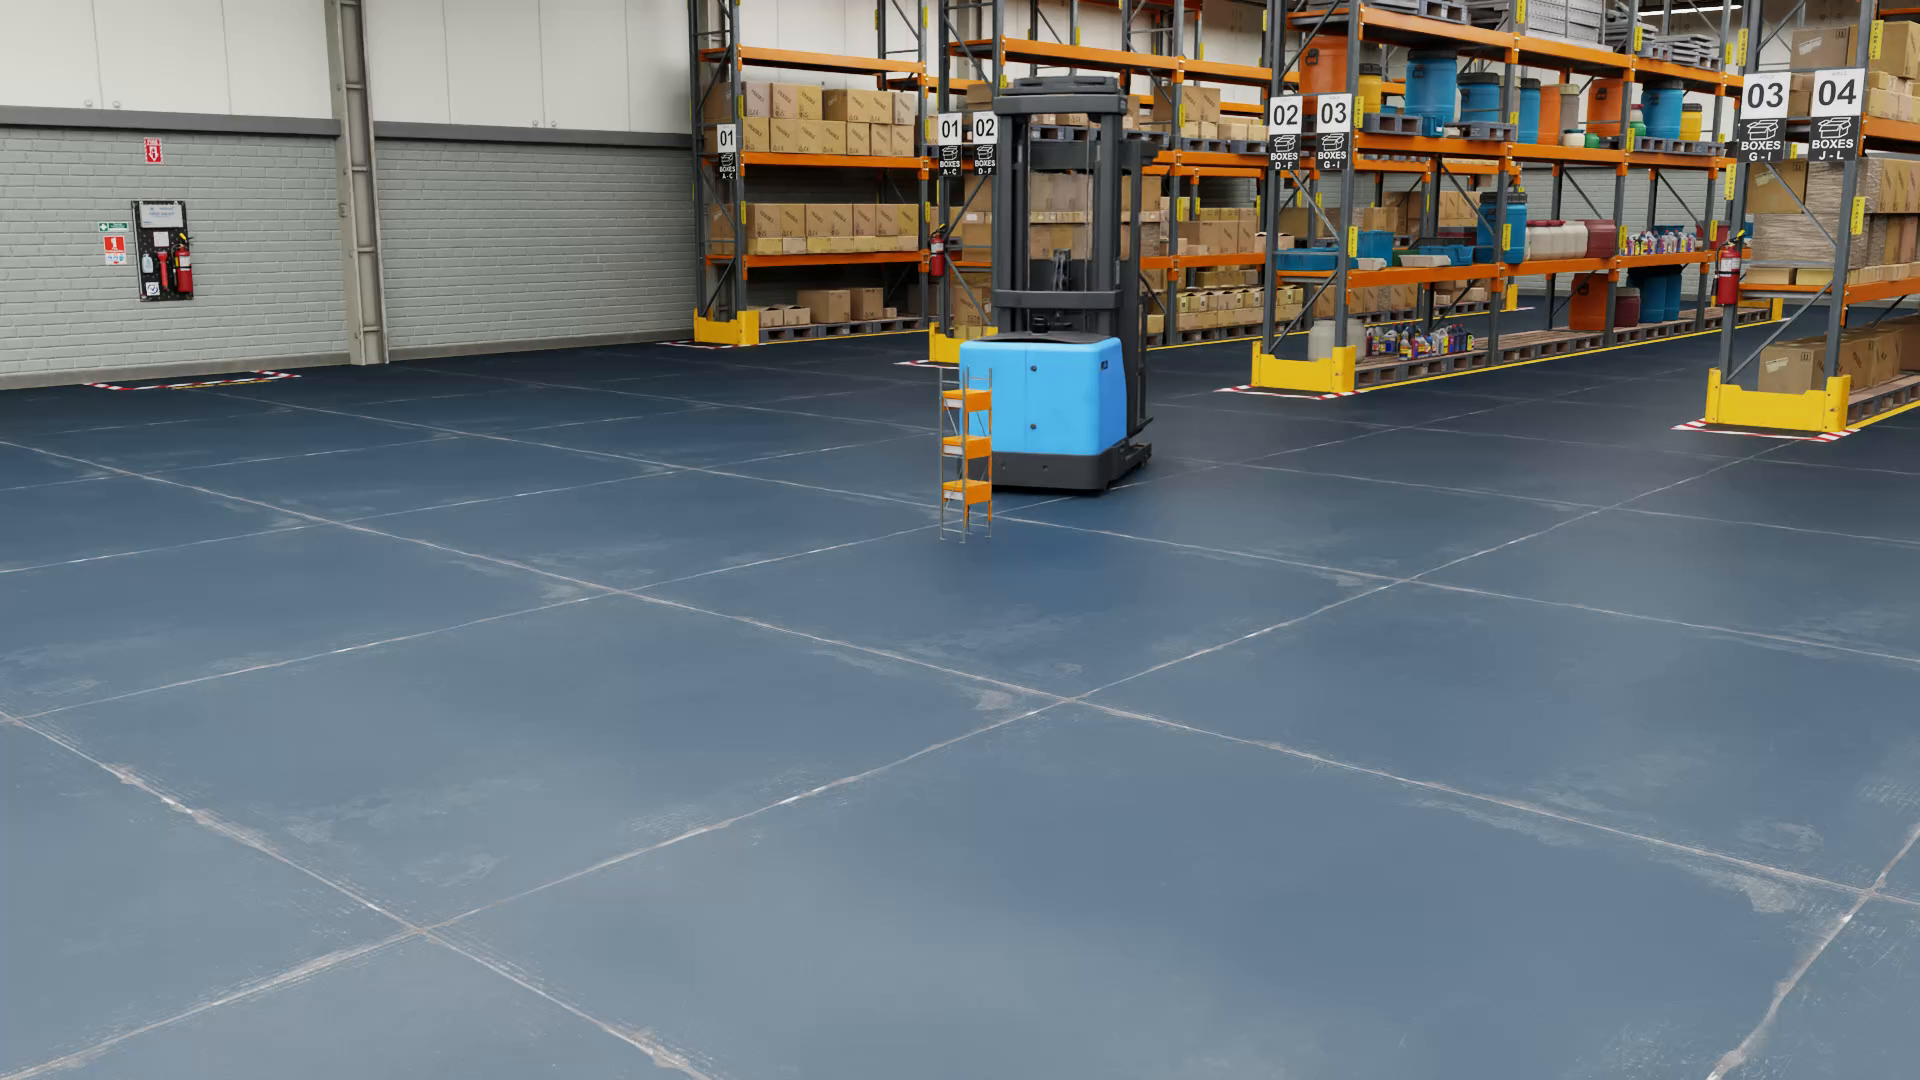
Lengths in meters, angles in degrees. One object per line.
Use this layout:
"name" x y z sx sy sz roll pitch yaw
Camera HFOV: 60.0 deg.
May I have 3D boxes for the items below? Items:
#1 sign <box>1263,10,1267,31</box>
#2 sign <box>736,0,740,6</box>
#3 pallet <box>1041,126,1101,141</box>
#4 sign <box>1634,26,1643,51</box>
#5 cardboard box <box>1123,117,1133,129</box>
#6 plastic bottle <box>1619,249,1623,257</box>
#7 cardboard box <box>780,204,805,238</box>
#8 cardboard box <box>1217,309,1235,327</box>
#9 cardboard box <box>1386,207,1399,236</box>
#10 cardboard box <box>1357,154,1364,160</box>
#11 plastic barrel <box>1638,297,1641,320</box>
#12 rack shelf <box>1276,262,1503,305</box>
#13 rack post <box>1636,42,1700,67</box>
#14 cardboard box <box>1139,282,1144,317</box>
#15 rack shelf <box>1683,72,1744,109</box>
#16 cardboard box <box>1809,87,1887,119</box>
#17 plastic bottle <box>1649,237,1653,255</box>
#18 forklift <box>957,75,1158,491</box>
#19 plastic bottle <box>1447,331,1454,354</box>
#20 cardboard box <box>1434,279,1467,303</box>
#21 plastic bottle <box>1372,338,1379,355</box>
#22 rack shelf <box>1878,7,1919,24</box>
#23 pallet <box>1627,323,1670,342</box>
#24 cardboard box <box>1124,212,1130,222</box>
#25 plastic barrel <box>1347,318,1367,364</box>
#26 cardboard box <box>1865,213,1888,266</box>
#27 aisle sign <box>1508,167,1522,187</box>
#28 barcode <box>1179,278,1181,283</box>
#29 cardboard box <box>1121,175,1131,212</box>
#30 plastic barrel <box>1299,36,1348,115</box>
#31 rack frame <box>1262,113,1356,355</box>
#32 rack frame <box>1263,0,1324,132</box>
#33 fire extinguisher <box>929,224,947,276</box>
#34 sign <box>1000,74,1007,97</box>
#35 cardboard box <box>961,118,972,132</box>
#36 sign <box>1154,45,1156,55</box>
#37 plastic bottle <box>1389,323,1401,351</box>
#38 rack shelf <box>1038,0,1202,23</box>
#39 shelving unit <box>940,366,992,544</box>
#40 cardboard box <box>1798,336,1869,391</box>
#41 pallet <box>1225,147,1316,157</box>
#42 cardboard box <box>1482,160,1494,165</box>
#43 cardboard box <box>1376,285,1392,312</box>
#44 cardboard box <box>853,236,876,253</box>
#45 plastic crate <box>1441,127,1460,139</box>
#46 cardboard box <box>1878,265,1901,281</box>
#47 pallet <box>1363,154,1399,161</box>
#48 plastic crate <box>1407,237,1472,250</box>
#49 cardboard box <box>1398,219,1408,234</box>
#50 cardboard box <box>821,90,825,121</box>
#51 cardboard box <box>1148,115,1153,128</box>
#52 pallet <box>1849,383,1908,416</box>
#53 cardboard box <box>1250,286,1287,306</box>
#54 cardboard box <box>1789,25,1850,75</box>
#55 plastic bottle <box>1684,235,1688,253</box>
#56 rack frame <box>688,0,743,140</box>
"sign" 5.001 -8.497 27.193 0.100 0.325 0.005 10 15 40
"sign" -3.182 -7.821 23.809 0.100 0.325 0.005 10 15 40
"pallet" 1.425 -5.521 22.765 1.003 0.211 1.213 10 15 40
"sign" 9.551 -7.063 23.420 0.100 0.325 0.005 10 15 40
"cardboard box" 2.183 -5.811 23.200 0.380 0.149 0.250 10 15 40
"plastic bottle" 9.661 -4.310 24.449 0.152 0.276 0.135 10 15 40
"cardboard box" -2.715 -4.860 25.301 0.500 0.500 0.500 10 15 41
"cardboard box" 3.905 -3.438 25.714 0.500 0.250 0.500 9 15 39
"cardboard box" 7.574 -5.793 30.227 0.700 0.500 0.500 4 12 21
"cardboard box" 6.357 -6.730 28.334 0.910 0.500 0.500 10 15 40
"plastic barrel" 10.494 -3.670 26.206 0.421 0.512 0.421 0 11 0
"rack shelf" 5.172 -3.113 19.978 1.077 0.370 4.000 10 15 40
"rack post" 10.533 -7.320 25.161 0.954 0.300 0.937 -10 15 -41
"cardboard box" 2.293 -3.458 23.900 0.500 0.500 0.500 10 15 40
"rack shelf" 13.094 -7.625 28.269 1.077 0.370 4.000 10 15 40
"cardboard box" 8.085 -3.966 15.136 0.500 0.250 0.500 10 15 42
"plastic bottle" 10.521 -4.491 25.367 0.097 0.271 0.097 0 11 0
"forklift" 0.899 -2.028 12.882 1.130 2.935 3.031 3 12 17
"plastic bottle" 6.081 -2.455 20.654 0.133 0.283 0.061 -11 16 -44
"cardboard box" 9.291 -4.847 32.071 0.797 0.503 0.637 10 15 40
"plastic bottle" 5.120 -2.383 20.505 0.097 0.201 0.097 0 11 0
"rack shelf" 11.533 -5.807 19.170 1.077 0.370 4.000 10 15 40
"pallet" 10.428 -3.282 26.102 1.003 0.211 1.213 10 15 40
"cardboard box" 2.247 -4.587 23.608 0.380 0.149 0.250 10 15 40
"plastic barrel" 4.560 -2.338 19.540 0.421 0.512 0.421 0 11 0
"cardboard box" 8.559 -2.961 16.362 0.875 0.500 0.500 10 15 40
"aisle sign" 10.971 -7.412 33.026 0.394 0.787 0.004 10 15 40
"barcode" 3.255 -3.846 24.616 0.001 0.075 0.075 10 15 40
"cardboard box" 2.153 -4.946 23.749 0.700 0.500 0.500 10 15 40
"plastic barrel" 4.077 -5.147 18.497 0.600 0.830 0.708 10 15 40
"rack frame" 3.852 -3.172 18.434 1.000 3.000 0.127 10 15 40
"rack frame" 5.415 -7.932 26.948 1.000 3.000 0.127 10 15 40
"fire extinguisher" -0.293 -3.818 21.864 0.296 0.674 0.183 10 15 40
"sign" 0.547 -5.679 20.892 0.100 0.325 0.005 10 15 40
"cardboard box" 0.286 -7.019 28.708 0.500 0.500 0.500 9 14 38
"sign" 3.931 -9.771 33.369 0.100 0.325 0.005 10 15 40
"plastic bottle" 5.523 -2.584 21.132 0.144 0.351 0.185 9 14 38
"rack shelf" 3.011 -10.143 31.371 1.077 0.370 4.000 10 15 40
"shelving unit" 0.035 -0.523 10.148 0.215 1.050 0.252 10 15 40
"cardboard box" 8.794 -1.783 16.792 0.500 0.500 0.500 -10 15 -42
"pallet" 5.034 -6.257 26.703 1.213 0.211 1.003 11 16 43
"cardboard box" 9.896 -7.307 31.863 0.500 0.250 0.500 10 15 40
"cardboard box" 7.281 -4.313 29.407 0.500 0.500 0.500 10 15 41
"cardboard box" -1.690 -4.721 26.519 0.500 0.250 0.500 10 15 40
"plastic crate" 5.737 -4.814 19.668 0.243 0.136 0.396 10 15 40
"cardboard box" 9.003 -2.628 16.350 0.380 0.149 0.250 10 15 40
"pallet" 6.890 -6.717 29.006 1.213 0.211 1.003 10 15 40
"plastic crate" 6.051 -3.669 21.083 0.767 0.338 0.504 10 15 40
"cardboard box" 8.192 -5.734 31.007 0.500 0.500 0.500 10 15 41
"cardboard box" -2.470 -6.795 26.054 0.500 0.500 0.500 10 15 40
"cardboard box" 3.652 -8.209 32.703 0.500 0.250 0.500 -11 16 -43
"pallet" 8.991 -1.469 17.027 1.003 0.211 1.213 10 15 40
"cardboard box" 4.916 -3.936 26.777 0.500 0.311 0.500 9 15 39
"cardboard box" 8.406 -4.703 16.152 0.500 0.500 0.500 10 15 40
"plastic bottle" 11.515 -4.723 26.517 0.152 0.276 0.135 10 15 40
"rack frame" -3.590 -7.395 24.259 1.000 3.000 0.127 10 15 40
